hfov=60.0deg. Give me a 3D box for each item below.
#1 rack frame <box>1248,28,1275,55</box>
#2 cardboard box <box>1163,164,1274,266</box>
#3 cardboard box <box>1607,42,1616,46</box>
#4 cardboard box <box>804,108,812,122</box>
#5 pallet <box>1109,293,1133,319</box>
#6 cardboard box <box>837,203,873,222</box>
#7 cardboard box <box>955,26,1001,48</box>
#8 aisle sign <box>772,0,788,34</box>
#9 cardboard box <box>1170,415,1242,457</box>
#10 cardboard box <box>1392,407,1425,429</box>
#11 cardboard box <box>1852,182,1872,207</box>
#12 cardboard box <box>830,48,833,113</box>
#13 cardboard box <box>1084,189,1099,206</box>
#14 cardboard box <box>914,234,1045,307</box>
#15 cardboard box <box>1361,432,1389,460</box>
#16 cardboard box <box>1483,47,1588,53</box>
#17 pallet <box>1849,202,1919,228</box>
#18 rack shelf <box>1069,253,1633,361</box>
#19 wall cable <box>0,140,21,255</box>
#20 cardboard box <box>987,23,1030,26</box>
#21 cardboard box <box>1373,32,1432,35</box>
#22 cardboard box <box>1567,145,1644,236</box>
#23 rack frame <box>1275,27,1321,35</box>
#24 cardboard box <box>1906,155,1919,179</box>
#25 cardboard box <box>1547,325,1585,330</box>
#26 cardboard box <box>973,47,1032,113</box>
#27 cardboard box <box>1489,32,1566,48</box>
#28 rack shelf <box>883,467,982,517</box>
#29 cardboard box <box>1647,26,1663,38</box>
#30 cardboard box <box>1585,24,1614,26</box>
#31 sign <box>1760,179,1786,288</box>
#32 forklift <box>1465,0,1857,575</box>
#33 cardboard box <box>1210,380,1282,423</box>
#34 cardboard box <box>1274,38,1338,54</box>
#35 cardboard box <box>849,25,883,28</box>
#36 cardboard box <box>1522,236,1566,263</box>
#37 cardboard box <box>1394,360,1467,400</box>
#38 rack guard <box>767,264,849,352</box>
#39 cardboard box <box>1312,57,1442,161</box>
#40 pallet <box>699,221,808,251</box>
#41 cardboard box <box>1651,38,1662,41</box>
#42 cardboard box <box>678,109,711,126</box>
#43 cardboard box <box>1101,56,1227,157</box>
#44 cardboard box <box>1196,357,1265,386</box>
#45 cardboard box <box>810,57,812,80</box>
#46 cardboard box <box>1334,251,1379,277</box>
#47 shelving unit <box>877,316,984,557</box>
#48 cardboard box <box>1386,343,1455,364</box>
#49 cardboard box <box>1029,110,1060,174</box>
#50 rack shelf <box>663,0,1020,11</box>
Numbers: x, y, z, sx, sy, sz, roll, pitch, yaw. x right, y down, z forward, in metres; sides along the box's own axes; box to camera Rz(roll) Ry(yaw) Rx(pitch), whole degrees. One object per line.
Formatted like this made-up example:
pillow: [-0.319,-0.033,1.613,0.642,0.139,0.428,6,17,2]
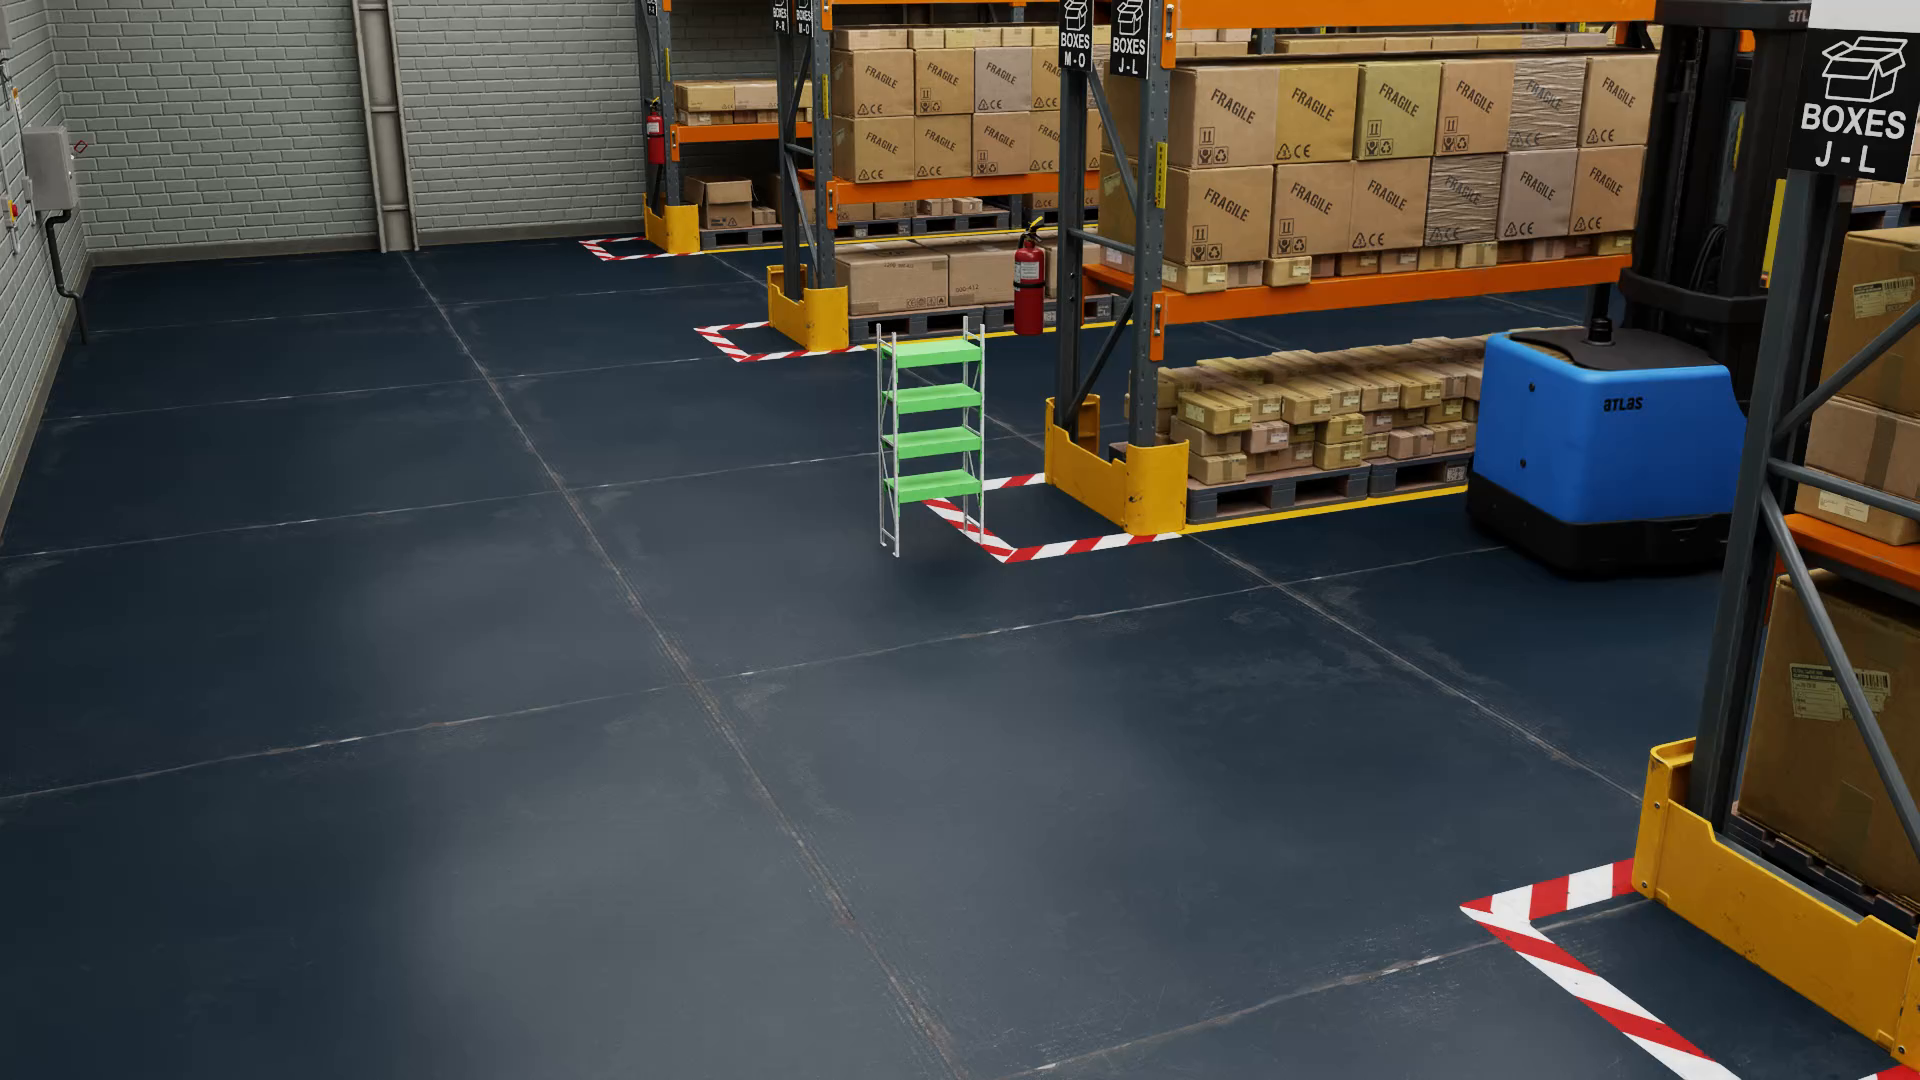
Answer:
rack frame: [2.429,-3.641,14.846,0.127,3.000,1.000,-8,21,-22]
cardboard box: [1.331,-1.781,8.964,0.500,0.500,0.500,-7,21,-19]
cardboard box: [6.409,-4.697,16.615,0.500,0.500,0.500,-9,21,-23]
cardboard box: [-1.601,-4.623,18.014,0.250,0.149,0.380,-9,21,-23]
pallet: [1.699,-2.249,15.092,1.213,0.211,1.003,-8,21,-22]
cardboard box: [-1.289,-3.838,18.537,0.500,0.500,0.500,-8,21,-21]
cardboard box: [0.143,-4.048,13.369,0.250,0.149,0.380,-8,21,-21]
aisle sign: [-1.433,-4.426,13.161,0.004,0.787,0.394,-8,21,-22]
cardboard box: [1.392,-0.603,9.429,0.250,0.149,0.380,-7,21,-20]
cardboard box: [2.573,-0.793,9.971,0.250,0.149,0.380,-7,21,-19]
cardboard box: [5.509,-2.206,10.516,0.250,0.149,0.380,-8,21,-22]
cardboard box: [-0.896,-3.769,13.555,0.500,0.500,0.500,-7,21,-20]
cardboard box: [1.477,-4.241,19.682,0.500,0.500,0.500,-8,21,-23]
cardboard box: [0.159,-2.344,14.389,0.875,0.438,0.875,-8,21,-20]
cardboard box: [2.325,-0.600,9.870,0.250,0.149,0.380,-8,21,-22]
cardboard box: [3.501,-2.746,10.200,0.500,0.500,0.500,-9,21,-24]
pallet: [6.353,-2.307,11.347,1.213,0.211,1.003,-8,21,-22]
rack shelf: [2.646,-1.542,9.968,4.000,0.370,1.077,-8,21,-22]
wall cable: [-6.413,-2.860,11.050,0.123,1.953,0.585,-8,21,-22]
cardboard box: [0.404,-4.261,13.974,0.250,0.149,0.380,-7,21,-20]
cardboard box: [4.154,-4.499,15.626,0.500,0.500,0.500,-8,21,-21]
cardboard box: [3.673,-2.114,9.912,0.500,0.500,0.500,-9,21,-23]
rack frame: [4.132,-5.680,20.638,0.127,3.000,1.000,-8,21,-22]
cardboard box: [5.985,-2.415,10.663,0.250,0.149,0.380,-7,21,-20]
cardboard box: [4.084,-1.296,10.952,0.250,0.149,0.380,-7,21,-20]
cardboard box: [0.250,-3.750,13.499,0.500,0.500,0.500,-8,21,-22]
cardboard box: [5.262,-4.468,15.539,0.500,0.500,0.500,-8,21,-21]
rack shelf: [-0.152,-0.258,8.862,0.480,0.148,0.258,-8,21,-22]
cardboard box: [9.155,-6.794,22.227,0.250,0.149,0.380,-9,21,-23]
cardboard box: [8.668,-6.945,22.655,0.250,0.149,0.380,-9,21,-23]
sign: [2.479,-0.918,5.012,0.005,0.325,0.100,-8,21,-22]
forklift: [4.389,-1.441,8.701,3.031,2.935,1.130,-4,20,-12]
cardboard box: [1.630,-0.791,9.515,0.250,0.149,0.380,-8,21,-21]
cardboard box: [2.946,-4.130,14.578,0.500,0.500,0.500,-8,21,-21]
cardboard box: [-0.770,-4.088,13.484,0.250,0.149,0.380,-8,21,-21]
cardboard box: [3.366,-1.762,9.887,0.250,0.149,0.380,-9,21,-24]
cardboard box: [2.818,-0.959,9.994,0.250,0.149,0.380,-8,21,-22]
rack guard: [-1.266,-1.932,13.757,0.348,0.500,1.175,-8,21,-22]
cardboard box: [2.274,-2.385,9.176,0.500,0.500,0.500,-9,21,-23]
pallet: [-2.412,-3.427,18.439,1.213,0.211,1.003,-8,21,-22]
cardboard box: [9.164,-6.642,22.243,0.250,0.149,0.380,-8,21,-22]
cardboard box: [-2.803,-4.469,17.576,0.250,0.149,0.380,-8,21,-22]
cardboard box: [1.131,-2.413,9.256,0.500,0.500,0.500,-9,21,-23]
cardboard box: [1.636,-0.988,10.075,0.250,0.149,0.380,-9,21,-23]
cardboard box: [-1.313,-5.226,17.997,0.500,0.500,0.500,-8,21,-21]
cardboard box: [2.165,-1.612,9.461,0.250,0.149,0.380,-8,21,-22]
shelving unit: [-0.152,-0.544,8.761,0.503,1.200,0.258,-8,21,-22]
cardboard box: [2.881,-1.119,10.448,0.250,0.149,0.380,-9,21,-24]
cardboard box: [0.691,-3.345,13.854,0.500,0.500,0.500,-7,21,-20]
rack shelf: [-1.377,-5.966,18.017,4.000,0.370,1.077,-8,21,-22]
